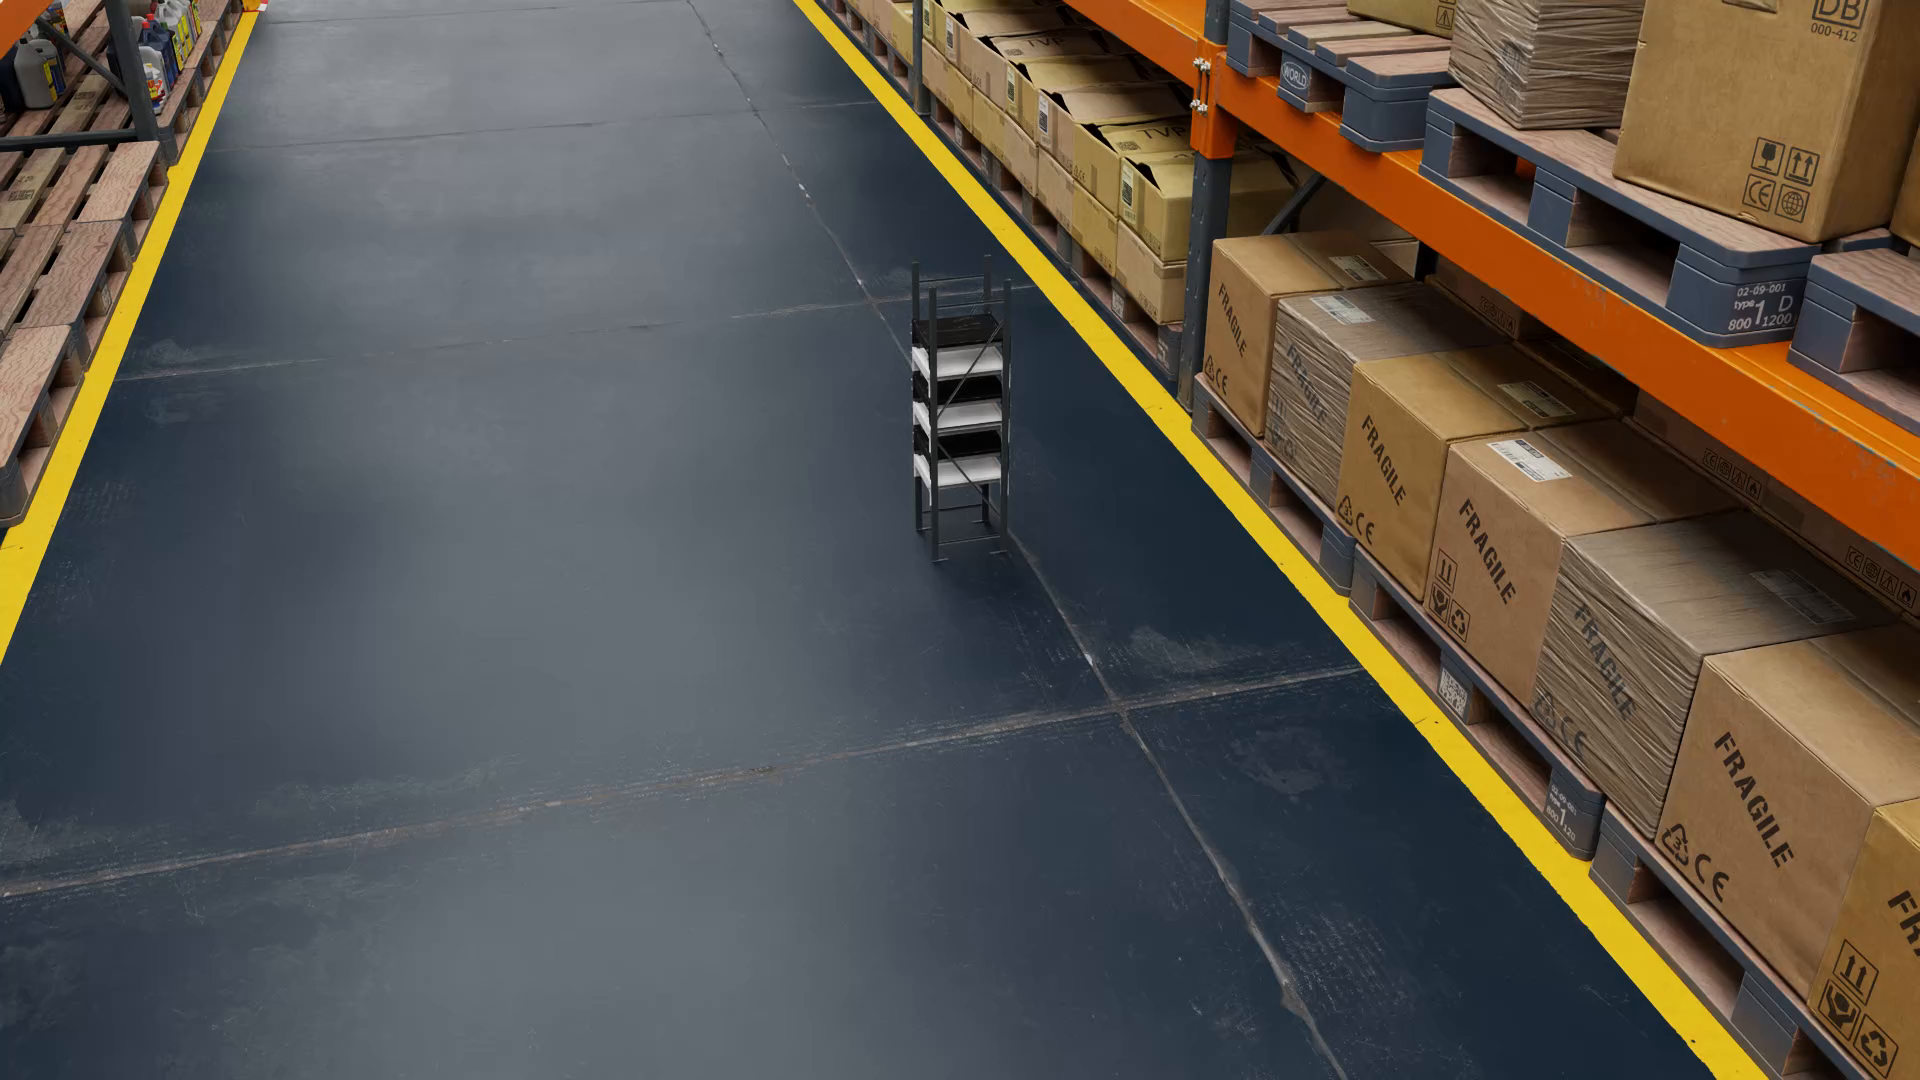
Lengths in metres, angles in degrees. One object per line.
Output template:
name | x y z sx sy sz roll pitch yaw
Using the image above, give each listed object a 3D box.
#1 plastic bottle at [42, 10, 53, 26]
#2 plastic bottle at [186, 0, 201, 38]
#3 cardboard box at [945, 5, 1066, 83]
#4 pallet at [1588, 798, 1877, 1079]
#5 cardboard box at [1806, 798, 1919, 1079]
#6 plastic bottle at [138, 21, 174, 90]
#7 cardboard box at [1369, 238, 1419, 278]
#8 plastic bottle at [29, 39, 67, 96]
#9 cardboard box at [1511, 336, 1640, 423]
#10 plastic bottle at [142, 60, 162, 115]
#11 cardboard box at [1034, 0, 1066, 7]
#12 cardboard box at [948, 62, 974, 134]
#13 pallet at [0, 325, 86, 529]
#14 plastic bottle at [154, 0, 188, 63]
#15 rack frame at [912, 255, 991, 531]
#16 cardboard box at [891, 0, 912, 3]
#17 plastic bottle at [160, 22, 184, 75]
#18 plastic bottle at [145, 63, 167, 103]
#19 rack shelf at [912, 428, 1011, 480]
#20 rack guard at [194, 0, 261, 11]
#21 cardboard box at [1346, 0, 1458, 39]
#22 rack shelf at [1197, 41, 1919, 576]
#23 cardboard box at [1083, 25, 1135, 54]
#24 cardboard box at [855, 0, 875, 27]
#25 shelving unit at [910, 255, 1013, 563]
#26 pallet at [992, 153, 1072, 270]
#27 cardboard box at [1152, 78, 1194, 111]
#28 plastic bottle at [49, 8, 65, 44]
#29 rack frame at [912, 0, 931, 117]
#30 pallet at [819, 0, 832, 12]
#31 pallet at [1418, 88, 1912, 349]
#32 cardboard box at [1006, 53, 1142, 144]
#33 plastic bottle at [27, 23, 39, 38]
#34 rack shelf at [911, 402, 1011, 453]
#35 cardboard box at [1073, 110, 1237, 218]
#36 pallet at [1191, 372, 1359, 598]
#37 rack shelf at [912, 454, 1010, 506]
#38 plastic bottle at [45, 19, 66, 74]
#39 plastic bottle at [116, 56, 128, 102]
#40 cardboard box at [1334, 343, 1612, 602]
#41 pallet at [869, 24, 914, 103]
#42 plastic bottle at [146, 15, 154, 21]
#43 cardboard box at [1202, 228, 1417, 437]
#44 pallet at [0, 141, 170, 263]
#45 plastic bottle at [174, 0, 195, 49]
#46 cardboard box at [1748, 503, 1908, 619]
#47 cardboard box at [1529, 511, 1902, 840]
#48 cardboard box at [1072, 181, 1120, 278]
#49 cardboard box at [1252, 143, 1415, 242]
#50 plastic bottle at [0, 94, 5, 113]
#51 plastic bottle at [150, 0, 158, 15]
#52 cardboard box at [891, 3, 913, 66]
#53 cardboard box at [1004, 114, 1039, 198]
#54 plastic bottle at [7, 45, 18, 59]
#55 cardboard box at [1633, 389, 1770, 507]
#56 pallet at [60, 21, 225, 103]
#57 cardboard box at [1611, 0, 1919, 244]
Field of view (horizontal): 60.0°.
plastic bottle | -5.332 -2.978 9.685 0.097 0.271 0.097 0 30 0
plastic bottle | -4.645 -3.183 10.027 0.061 0.283 0.133 -7 31 -12
cardboard box | 0.232 -2.535 8.401 0.500 0.311 0.500 -8 31 -14
pallet | 2.106 0.907 3.472 1.003 0.211 1.213 -8 31 -13
cardboard box | 1.951 0.779 2.965 0.500 0.500 0.500 -8 31 -14
plastic bottle | -4.356 -2.608 8.967 0.144 0.351 0.185 -7 31 -12
cardboard box | 1.441 -1.128 6.529 0.500 0.250 0.500 -8 31 -13
plastic bottle | -4.905 -2.528 8.903 0.152 0.276 0.135 -8 31 -13
cardboard box | 1.908 -0.282 4.799 0.500 0.500 0.500 -9 31 -15
plastic bottle | -4.204 -2.341 8.584 0.097 0.271 0.097 0 30 0
cardboard box | 0.619 -2.853 8.950 0.500 0.311 0.500 -8 31 -13
cardboard box | 0.238 -2.293 8.542 0.500 0.250 0.500 -7 31 -12
pallet | -3.648 -0.360 5.660 1.003 0.211 1.213 -8 31 -13
plastic bottle | -4.519 -2.904 9.479 0.144 0.351 0.185 -8 31 -14
rack frame | -0.025 -0.435 5.103 0.240 0.900 0.006 -8 31 -13
cardboard box | -0.220 -3.530 9.931 0.500 0.500 0.500 -8 31 -13
plastic bottle | -4.410 -2.755 9.288 0.061 0.283 0.133 -6 31 -11
plastic bottle | -4.258 -2.409 8.771 0.097 0.201 0.097 0 30 0
rack shelf | 0.002 -0.279 5.080 0.258 0.077 0.200 -8 31 -13
rack guard | -5.538 -3.939 11.556 1.175 0.500 0.348 -8 31 -13
cardboard box | 1.572 -1.780 4.811 0.700 0.500 0.500 -19 35 -30
rack shelf | 1.827 -0.567 3.953 1.077 0.370 4.000 -8 31 -13
cardboard box | 0.893 -2.361 8.100 0.500 0.311 0.500 -8 31 -13
cardboard box | -0.369 -3.445 10.533 0.500 0.250 0.500 -8 31 -13
shelving unit | 0.002 -0.386 5.018 0.258 0.900 0.210 -8 31 -13
pallet | 0.796 -1.628 7.852 1.003 0.211 1.213 -8 31 -13
cardboard box | 1.160 -1.870 7.251 0.500 0.311 0.500 -9 31 -15
plastic bottle | -5.395 -3.063 9.902 0.097 0.201 0.097 0 30 0
rack frame | 0.235 -3.776 8.779 1.000 3.000 0.127 -8 31 -13
pallet | -0.583 -4.137 12.187 1.003 0.211 1.213 -8 31 -13
pallet | 1.817 -0.822 3.868 1.003 0.211 1.213 -8 31 -13
cardboard box | 0.514 -2.035 7.538 0.500 0.311 0.500 -7 31 -12
plastic bottle | -5.167 -2.731 9.254 0.152 0.276 0.135 -7 31 -12
rack shelf | 0.002 -0.357 5.034 0.258 0.077 0.200 -8 31 -13
cardboard box | 0.776 -1.549 6.697 0.500 0.311 0.500 -8 31 -14
pallet | 1.458 -0.271 5.508 1.003 0.211 1.213 -8 31 -13
rack shelf | 0.002 -0.201 5.125 0.258 0.077 0.200 -8 31 -13
plastic bottle | -5.064 -2.749 9.277 0.061 0.283 0.133 -8 31 -13
plastic bottle | -4.418 -2.484 8.820 0.061 0.283 0.133 -8 31 -13
cardboard box | 1.415 -0.200 4.657 0.500 0.500 0.500 -8 31 -14
pallet | 0.064 -2.959 10.151 1.003 0.211 1.213 -8 31 -13
plastic bottle | -4.731 -2.984 9.764 0.097 0.201 0.097 0 30 0
cardboard box | 1.142 -0.695 5.512 0.500 0.500 0.500 -7 31 -11
pallet | -4.296 -1.538 7.696 1.003 0.211 1.213 -8 31 -13
plastic bottle | -4.616 -3.041 9.790 0.152 0.276 0.135 -9 31 -15
cardboard box | 2.187 0.215 3.940 0.500 0.500 0.500 -7 31 -13
cardboard box | 1.695 0.297 3.798 0.500 0.500 0.500 -7 31 -13
cardboard box | 0.782 -1.306 6.837 0.500 0.250 0.500 -8 31 -14
cardboard box | 1.441 -1.370 6.389 0.500 0.311 0.500 -7 31 -12
plastic bottle | -4.987 -2.322 8.540 0.061 0.283 0.133 -6 31 -11
plastic bottle | -4.755 -3.097 9.879 0.061 0.283 0.133 -8 31 -13
cardboard box | -0.099 -2.962 9.699 0.500 0.250 0.500 -8 31 -13
cardboard box | 0.512 -1.797 7.686 0.500 0.250 0.500 -7 31 -12
plastic bottle | -5.041 -2.528 8.829 0.144 0.351 0.185 -9 31 -16
cardboard box | 2.066 -0.336 4.144 0.500 0.250 0.500 -8 31 -14
pallet | -5.007 -2.832 9.933 1.003 0.211 1.213 -8 31 -13
cardboard box | 1.830 -0.982 3.433 0.700 0.500 0.500 -16 34 -26
